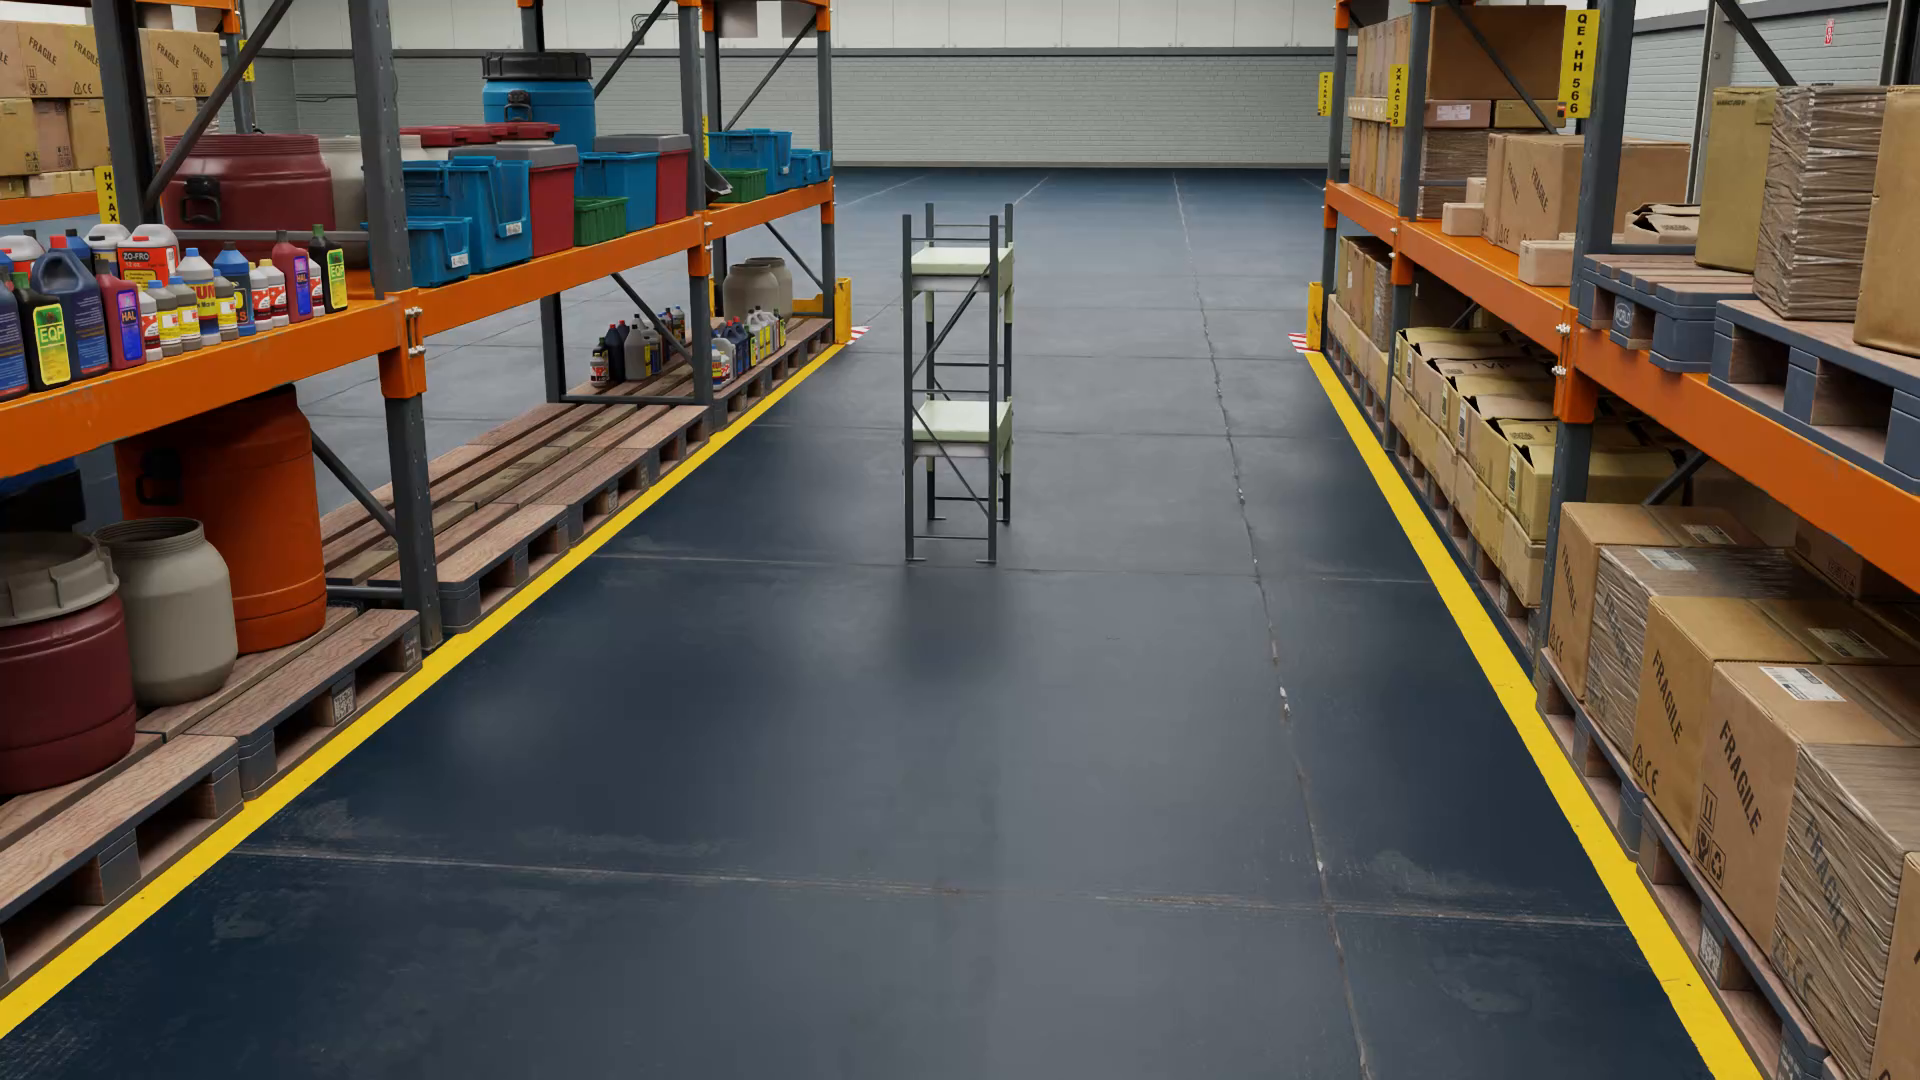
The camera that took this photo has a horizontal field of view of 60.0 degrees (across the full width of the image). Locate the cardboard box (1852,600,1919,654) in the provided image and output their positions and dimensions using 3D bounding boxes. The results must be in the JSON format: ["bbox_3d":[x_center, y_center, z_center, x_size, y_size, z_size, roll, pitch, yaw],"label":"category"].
[{"bbox_3d":[2.552,0.466,4.140,0.500,0.500,0.500,1,15,4],"label":"cardboard box"}]

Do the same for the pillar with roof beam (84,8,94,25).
[{"bbox_3d":[-15.224,-12.557,36.861,9.100,9.000,0.400,2,15,6],"label":"pillar with roof beam"}]

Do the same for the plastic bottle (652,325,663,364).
[{"bbox_3d":[-2.037,-1.311,11.123,0.061,0.283,0.133,2,15,6],"label":"plastic bottle"}]

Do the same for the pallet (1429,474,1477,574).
[{"bbox_3d":[2.755,-0.094,7.606,1.003,0.211,1.213,2,15,6],"label":"pallet"}]

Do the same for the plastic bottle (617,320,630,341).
[{"bbox_3d":[-2.179,-1.256,10.791,0.144,0.351,0.185,1,15,3],"label":"plastic bottle"}]

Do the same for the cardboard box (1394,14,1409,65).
[{"bbox_3d":[3.091,-3.001,10.335,0.700,0.500,0.500,2,15,6],"label":"cardboard box"}]

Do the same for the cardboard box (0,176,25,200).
[{"bbox_3d":[-6.524,-2.363,11.137,0.380,0.149,0.250,2,15,6],"label":"cardboard box"}]

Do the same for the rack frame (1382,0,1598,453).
[{"bbox_3d":[2.935,-1.950,9.126,1.000,3.000,0.127,2,15,6],"label":"rack frame"}]

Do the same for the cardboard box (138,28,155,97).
[{"bbox_3d":[-6.383,-3.545,12.349,0.500,0.500,0.500,2,15,6],"label":"cardboard box"}]

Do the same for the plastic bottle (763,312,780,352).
[{"bbox_3d":[-1.362,-1.478,11.756,0.152,0.276,0.135,2,15,7],"label":"plastic bottle"}]

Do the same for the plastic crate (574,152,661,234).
[{"bbox_3d":[-1.802,-1.794,8.580,0.392,0.384,0.575,2,15,6],"label":"plastic crate"}]

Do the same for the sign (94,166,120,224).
[{"bbox_3d":[-2.985,-1.152,5.865,0.100,0.325,0.005,2,15,6],"label":"sign"}]

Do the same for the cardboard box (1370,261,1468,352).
[{"bbox_3d":[2.838,-1.443,10.280,0.500,0.500,0.500,2,15,6],"label":"cardboard box"}]

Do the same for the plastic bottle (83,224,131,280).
[{"bbox_3d":[-2.808,-0.897,5.469,0.152,0.276,0.135,2,15,6],"label":"plastic bottle"}]

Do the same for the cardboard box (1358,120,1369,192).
[{"bbox_3d":[3.266,-2.779,11.999,0.700,0.500,0.500,2,15,8],"label":"cardboard box"}]

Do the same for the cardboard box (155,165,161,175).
[{"bbox_3d":[-6.402,-2.820,12.824,0.380,0.149,0.250,2,15,6],"label":"cardboard box"}]

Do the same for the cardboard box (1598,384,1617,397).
[{"bbox_3d":[3.002,-0.588,7.478,0.500,0.311,0.500,2,15,6],"label":"cardboard box"}]

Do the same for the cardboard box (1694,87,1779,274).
[{"bbox_3d":[2.524,-0.997,4.606,0.700,0.500,0.500,-3,16,-13],"label":"cardboard box"}]

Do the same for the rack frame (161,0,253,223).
[{"bbox_3d":[-6.457,-3.280,14.046,1.000,3.000,0.127,2,15,6],"label":"rack frame"}]

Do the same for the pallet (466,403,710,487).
[{"bbox_3d":[-2.037,-0.546,9.276,1.003,0.211,1.213,2,15,6],"label":"pallet"}]

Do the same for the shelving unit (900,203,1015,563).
[{"bbox_3d":[0.001,-0.726,7.473,0.431,1.500,0.755,2,15,6],"label":"shelving unit"}]

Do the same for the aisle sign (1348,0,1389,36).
[{"bbox_3d":[3.089,-4.268,12.720,0.394,0.787,0.004,2,15,6],"label":"aisle sign"}]

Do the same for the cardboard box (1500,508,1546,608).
[{"bbox_3d":[2.300,0.069,6.125,0.500,0.250,0.500,2,15,8],"label":"cardboard box"}]

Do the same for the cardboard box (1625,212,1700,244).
[{"bbox_3d":[2.568,-0.962,5.646,0.500,0.311,0.500,3,15,10],"label":"cardboard box"}]

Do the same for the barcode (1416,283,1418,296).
[{"bbox_3d":[2.492,-1.365,9.071,0.001,0.075,0.075,2,15,6],"label":"barcode"}]

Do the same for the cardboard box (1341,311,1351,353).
[{"bbox_3d":[2.995,-1.471,11.818,0.500,0.250,0.500,2,15,6],"label":"cardboard box"}]

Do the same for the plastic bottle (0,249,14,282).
[{"bbox_3d":[-2.840,-0.743,4.911,0.097,0.271,0.097,0,15,0],"label":"plastic bottle"}]

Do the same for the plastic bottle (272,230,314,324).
[{"bbox_3d":[-2.086,-0.826,5.192,0.061,0.283,0.133,2,15,6],"label":"plastic bottle"}]

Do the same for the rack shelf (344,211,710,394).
[{"bbox_3d":[-2.212,-1.231,7.845,1.077,0.370,4.000,2,15,6],"label":"rack shelf"}]

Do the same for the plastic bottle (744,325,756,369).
[{"bbox_3d":[-1.402,-1.286,11.031,0.061,0.283,0.133,2,15,9],"label":"plastic bottle"}]

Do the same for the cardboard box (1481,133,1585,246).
[{"bbox_3d":[2.772,-1.663,7.873,0.500,0.500,0.500,3,15,10],"label":"cardboard box"}]

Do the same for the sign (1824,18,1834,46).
[{"bbox_3d":[10.183,-5.949,19.477,0.001,0.298,0.199,2,15,6],"label":"sign"}]

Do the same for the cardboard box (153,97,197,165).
[{"bbox_3d":[-6.483,-3.197,12.977,0.875,0.500,0.500,2,15,6],"label":"cardboard box"}]

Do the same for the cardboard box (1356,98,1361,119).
[{"bbox_3d":[3.071,-3.120,12.020,0.380,0.149,0.250,2,15,6],"label":"cardboard box"}]

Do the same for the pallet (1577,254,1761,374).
[{"bbox_3d":[2.477,-0.642,4.657,1.213,0.211,1.003,2,15,6],"label":"pallet"}]

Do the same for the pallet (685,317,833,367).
[{"bbox_3d":[-1.594,-1.556,13.014,1.003,0.211,1.213,2,15,6],"label":"pallet"}]

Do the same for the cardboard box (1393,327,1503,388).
[{"bbox_3d":[2.641,-0.996,8.988,0.500,0.311,0.500,2,15,6],"label":"cardboard box"}]

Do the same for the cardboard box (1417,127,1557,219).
[{"bbox_3d":[2.979,-2.113,9.540,0.700,0.500,0.500,1,15,5],"label":"cardboard box"}]

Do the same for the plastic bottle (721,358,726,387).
[{"bbox_3d":[-1.504,-1.054,10.333,0.097,0.201,0.097,0,15,0],"label":"plastic bottle"}]

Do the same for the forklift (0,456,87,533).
[{"bbox_3d":[-4.783,-1.088,6.070,1.130,2.935,3.031,2,15,8],"label":"forklift"}]

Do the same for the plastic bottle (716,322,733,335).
[{"bbox_3d":[-1.564,-1.348,11.278,0.152,0.276,0.135,2,15,6],"label":"plastic bottle"}]

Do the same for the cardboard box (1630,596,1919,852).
[{"bbox_3d":[2.033,0.457,4.170,0.500,0.500,0.500,1,15,6],"label":"cardboard box"}]

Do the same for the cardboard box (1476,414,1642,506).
[{"bbox_3d":[2.350,-0.337,6.549,0.500,0.311,0.500,1,15,5],"label":"cardboard box"}]

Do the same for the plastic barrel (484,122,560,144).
[{"bbox_3d":[-2.312,-1.921,8.758,0.433,0.535,0.433,0,15,0],"label":"plastic barrel"}]

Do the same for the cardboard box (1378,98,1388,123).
[{"bbox_3d":[2.924,-2.786,10.786,0.380,0.149,0.250,2,15,8],"label":"cardboard box"}]

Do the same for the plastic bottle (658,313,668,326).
[{"bbox_3d":[-2.099,-1.454,11.675,0.097,0.271,0.097,0,15,0],"label":"plastic bottle"}]

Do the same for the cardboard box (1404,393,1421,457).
[{"bbox_3d":[2.584,-0.595,8.581,0.500,0.250,0.500,2,15,8],"label":"cardboard box"}]

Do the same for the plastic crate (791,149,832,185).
[{"bbox_3d":[-1.294,-2.924,13.013,0.499,0.251,0.616,2,15,6],"label":"plastic crate"}]

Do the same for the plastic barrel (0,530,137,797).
[{"bbox_3d":[-2.604,0.322,4.539,0.600,0.588,0.708,2,15,6],"label":"plastic barrel"}]

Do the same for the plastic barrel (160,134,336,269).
[{"bbox_3d":[-2.687,-1.254,6.293,0.600,0.536,0.708,2,15,6],"label":"plastic barrel"}]

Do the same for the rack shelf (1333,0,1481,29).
[{"bbox_3d":[3.160,-3.569,10.747,1.077,0.370,4.000,2,15,6],"label":"rack shelf"}]
